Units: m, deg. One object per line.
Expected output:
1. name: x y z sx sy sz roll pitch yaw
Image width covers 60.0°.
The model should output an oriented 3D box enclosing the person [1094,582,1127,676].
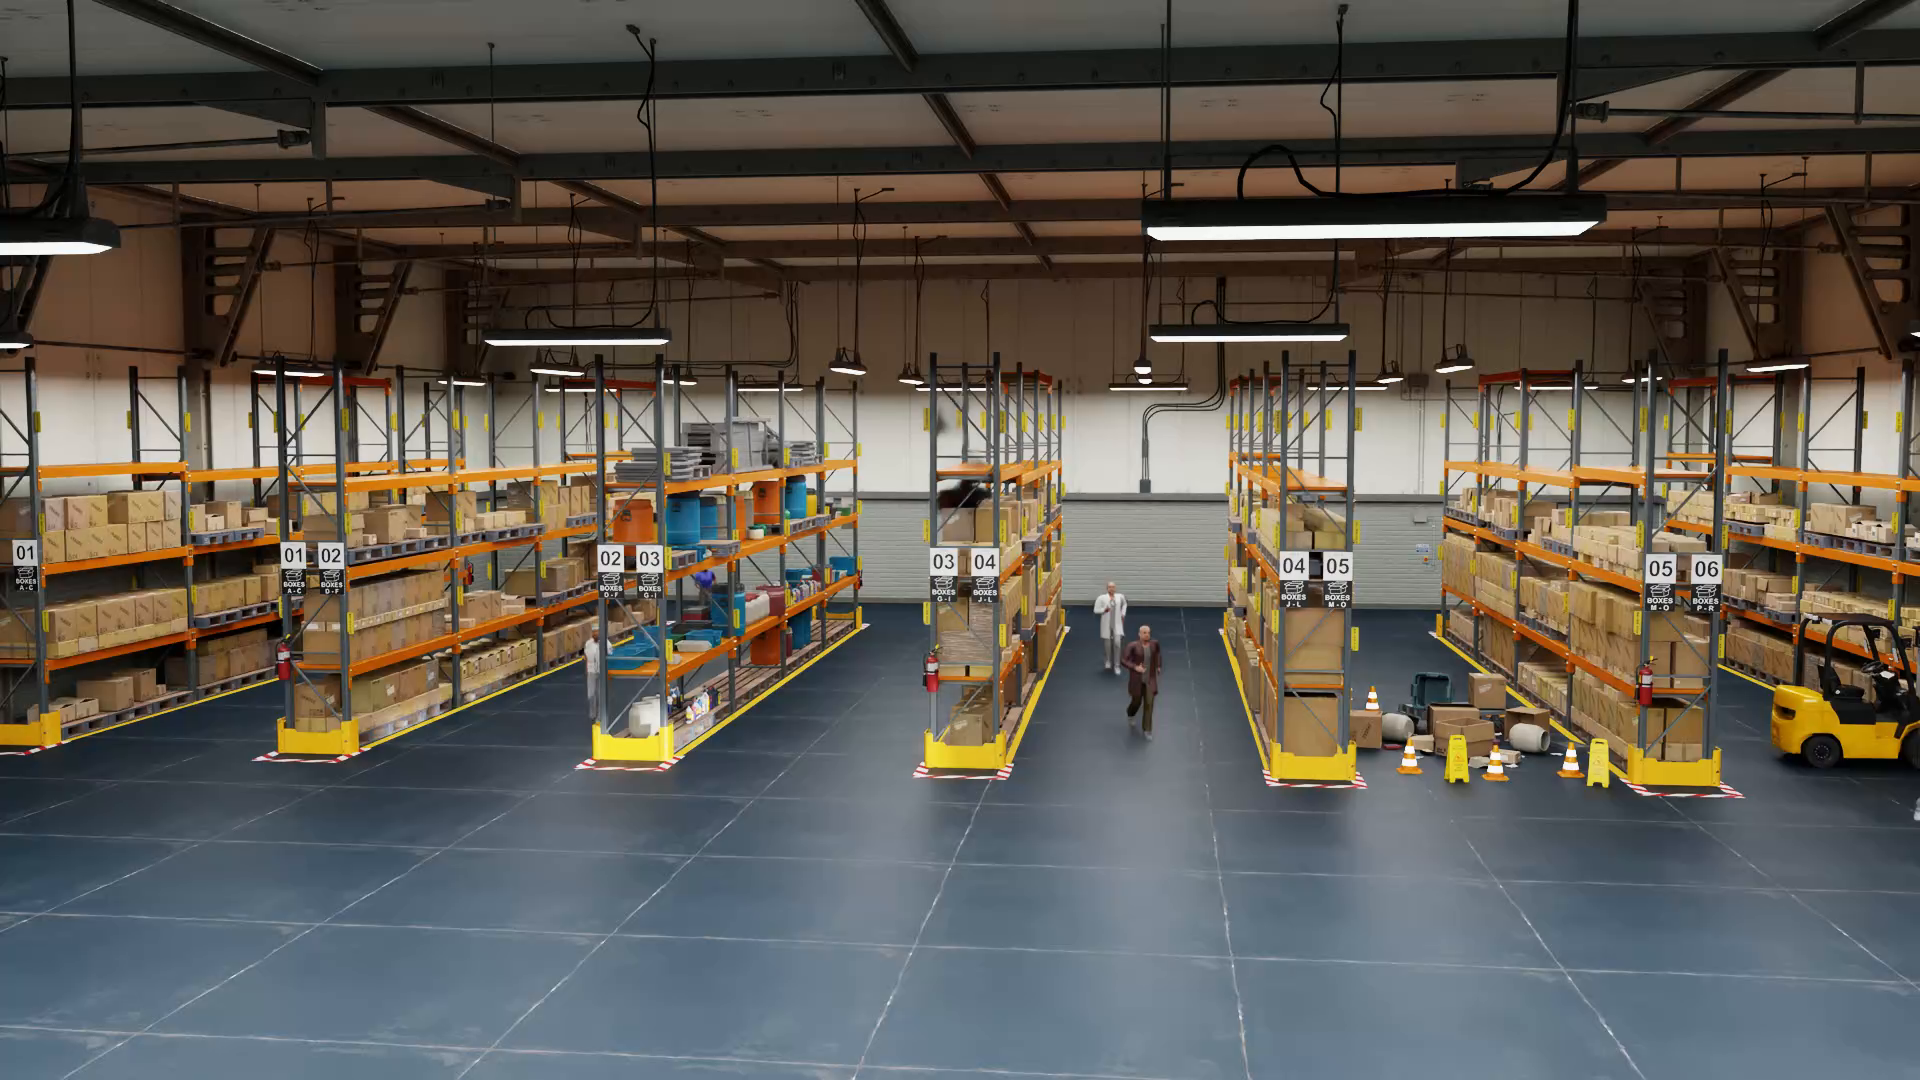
1. person: 3.020 1.744 33.295 0.697 1.828 0.917 0 4 -2

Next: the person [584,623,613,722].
1. person: -6.036 2.210 27.681 0.561 1.667 0.573 0 4 4

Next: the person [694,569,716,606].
1. person: -6.132 1.349 40.148 0.579 1.691 0.817 -1 4 -19

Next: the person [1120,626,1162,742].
1. person: 2.897 2.241 26.519 0.733 1.782 1.105 -1 4 -13
